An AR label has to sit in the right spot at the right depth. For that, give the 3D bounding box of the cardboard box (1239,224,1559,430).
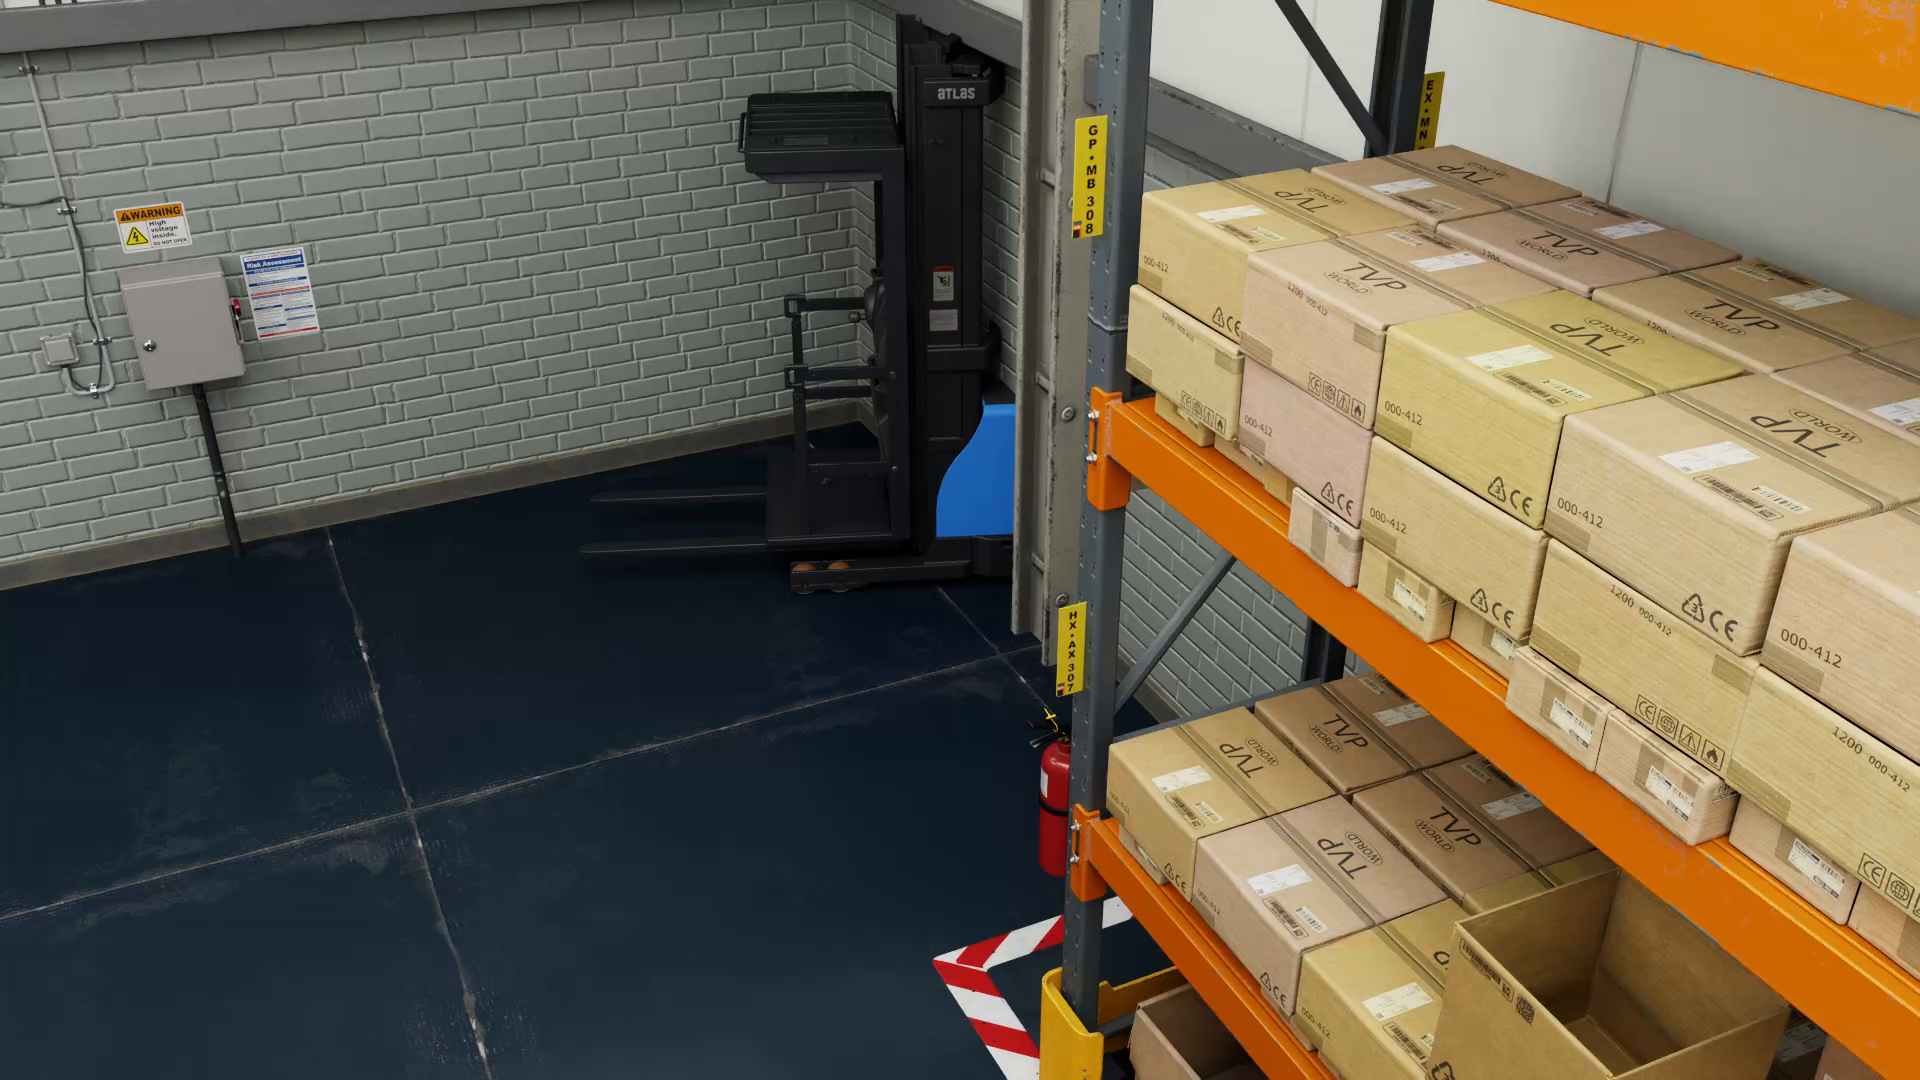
[{"bbox_3d":[1.005,-0.507,3.858,0.500,0.250,0.500,-13,32,-22],"label":"cardboard box"}]

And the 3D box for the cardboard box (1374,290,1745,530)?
[{"bbox_3d":[1.233,-0.288,3.468,0.500,0.250,0.500,-14,32,-23],"label":"cardboard box"}]

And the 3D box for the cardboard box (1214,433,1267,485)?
[{"bbox_3d":[0.903,-0.292,4.395,0.380,0.149,0.250,-12,32,-21],"label":"cardboard box"}]

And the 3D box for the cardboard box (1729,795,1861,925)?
[{"bbox_3d":[1.623,0.505,2.973,0.380,0.149,0.250,-13,32,-21],"label":"cardboard box"}]

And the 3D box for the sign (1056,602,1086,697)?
[{"bbox_3d":[0.350,0.343,5.187,0.100,0.325,0.005,-13,32,-22],"label":"sign"}]

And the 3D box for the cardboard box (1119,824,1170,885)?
[{"bbox_3d":[0.733,0.919,5.301,0.380,0.149,0.250,-13,32,-22],"label":"cardboard box"}]

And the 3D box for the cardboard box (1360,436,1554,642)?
[{"bbox_3d":[1.229,-0.064,3.580,0.500,0.250,0.500,-14,32,-23],"label":"cardboard box"}]

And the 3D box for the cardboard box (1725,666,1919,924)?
[{"bbox_3d":[1.681,0.384,2.781,0.500,0.250,0.500,-12,32,-21],"label":"cardboard box"}]

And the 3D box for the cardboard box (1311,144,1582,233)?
[{"bbox_3d":[1.283,-0.847,4.464,0.500,0.250,0.500,-14,32,-23],"label":"cardboard box"}]

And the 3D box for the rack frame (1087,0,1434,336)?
[{"bbox_3d":[0.840,-2.010,4.134,1.000,3.000,0.127,-13,32,-22],"label":"rack frame"}]

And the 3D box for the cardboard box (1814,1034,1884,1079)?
[{"bbox_3d":[2.158,1.268,3.504,0.500,0.500,0.500,-14,32,-23],"label":"cardboard box"}]

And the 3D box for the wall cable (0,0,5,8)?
[{"bbox_3d":[-5.658,-3.577,6.928,2.355,3.000,0.029,-13,32,-22],"label":"wall cable"}]

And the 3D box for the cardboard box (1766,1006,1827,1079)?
[{"bbox_3d":[1.930,1.368,4.092,0.500,0.250,0.500,-13,32,-22],"label":"cardboard box"}]

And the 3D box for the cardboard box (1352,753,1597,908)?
[{"bbox_3d":[1.497,0.918,4.896,0.500,0.250,0.500,-13,32,-22],"label":"cardboard box"}]

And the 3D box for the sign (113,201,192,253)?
[{"bbox_3d":[-4.263,-1.652,8.785,0.339,0.242,0.001,-13,32,-22],"label":"sign"}]

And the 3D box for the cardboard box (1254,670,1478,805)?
[{"bbox_3d":[1.277,0.690,5.303,0.500,0.250,0.500,-12,31,-21],"label":"cardboard box"}]

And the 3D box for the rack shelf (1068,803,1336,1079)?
[{"bbox_3d":[1.698,1.804,4.202,1.077,0.370,4.000,-13,32,-22],"label":"rack shelf"}]

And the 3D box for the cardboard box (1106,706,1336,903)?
[{"bbox_3d":[0.791,0.799,5.107,0.500,0.250,0.500,-13,32,-22],"label":"cardboard box"}]

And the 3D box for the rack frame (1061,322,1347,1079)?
[{"bbox_3d":[0.840,0.606,5.602,1.000,3.000,0.127,-13,32,-22],"label":"rack frame"}]

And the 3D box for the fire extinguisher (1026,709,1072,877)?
[{"bbox_3d":[0.359,0.835,5.655,0.296,0.674,0.183,-13,32,-22],"label":"fire extinguisher"}]

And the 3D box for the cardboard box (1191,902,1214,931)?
[{"bbox_3d":[0.884,1.021,5.118,0.380,0.149,0.250,-12,32,-21],"label":"cardboard box"}]

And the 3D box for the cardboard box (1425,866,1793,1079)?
[{"bbox_3d":[1.435,1.135,3.742,0.500,0.500,0.500,-12,32,-21],"label":"cardboard box"}]

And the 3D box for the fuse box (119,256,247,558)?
[{"bbox_3d":[-4.124,-0.650,9.160,0.539,1.711,0.414,-13,32,-22],"label":"fuse box"}]

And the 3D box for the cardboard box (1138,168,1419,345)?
[{"bbox_3d":[0.803,-0.736,4.266,0.500,0.250,0.500,-13,32,-23],"label":"cardboard box"}]

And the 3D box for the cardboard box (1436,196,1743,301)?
[{"bbox_3d":[1.505,-0.617,4.054,0.500,0.250,0.500,-14,32,-23],"label":"cardboard box"}]

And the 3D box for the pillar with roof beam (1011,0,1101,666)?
[{"bbox_3d":[-3.392,-2.487,4.984,9.100,9.000,0.400,-13,32,-22],"label":"pillar with roof beam"}]

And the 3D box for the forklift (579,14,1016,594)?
[{"bbox_3d":[-0.628,-1.250,8.982,3.031,2.935,1.130,-3,29,-5],"label":"forklift"}]

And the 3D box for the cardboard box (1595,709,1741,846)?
[{"bbox_3d":[1.448,0.404,3.153,0.380,0.149,0.250,-12,32,-21],"label":"cardboard box"}]

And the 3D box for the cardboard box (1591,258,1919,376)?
[{"bbox_3d":[1.736,-0.391,3.652,0.500,0.250,0.500,-13,32,-21],"label":"cardboard box"}]

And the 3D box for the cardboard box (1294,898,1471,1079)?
[{"bbox_3d":[1.228,1.245,4.312,0.500,0.250,0.500,-14,32,-23],"label":"cardboard box"}]

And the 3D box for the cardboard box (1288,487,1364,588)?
[{"bbox_3d":[1.011,-0.044,3.951,0.380,0.149,0.250,-12,32,-21],"label":"cardboard box"}]

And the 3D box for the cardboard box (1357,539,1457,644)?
[{"bbox_3d":[1.130,0.070,3.748,0.380,0.149,0.250,-13,32,-22],"label":"cardboard box"}]

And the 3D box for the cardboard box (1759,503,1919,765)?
[{"bbox_3d":[1.687,0.162,2.665,0.500,0.250,0.500,-12,32,-21],"label":"cardboard box"}]

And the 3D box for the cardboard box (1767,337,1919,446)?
[{"bbox_3d":[1.926,-0.165,3.248,0.500,0.250,0.500,-13,32,-22],"label":"cardboard box"}]

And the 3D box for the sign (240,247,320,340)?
[{"bbox_3d":[-3.767,-1.366,9.216,0.329,0.494,0.001,-13,32,-22],"label":"sign"}]

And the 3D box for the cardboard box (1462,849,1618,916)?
[{"bbox_3d":[1.705,1.137,4.504,0.500,0.250,0.500,-12,31,-20],"label":"cardboard box"}]

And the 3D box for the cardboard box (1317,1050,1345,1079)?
[{"bbox_3d":[1.200,1.371,4.495,0.380,0.149,0.250,-13,32,-21],"label":"cardboard box"}]

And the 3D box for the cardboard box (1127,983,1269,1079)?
[{"bbox_3d":[1.017,1.802,5.592,0.797,0.503,0.637,-14,32,-24],"label":"cardboard box"}]

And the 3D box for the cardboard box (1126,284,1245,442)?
[{"bbox_3d":[0.783,-0.513,4.380,0.500,0.250,0.500,-13,32,-23],"label":"cardboard box"}]

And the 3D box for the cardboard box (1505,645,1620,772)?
[{"bbox_3d":[1.337,0.295,3.347,0.380,0.149,0.250,-13,32,-22],"label":"cardboard box"}]

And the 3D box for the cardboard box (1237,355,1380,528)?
[{"bbox_3d":[1.020,-0.293,3.987,0.500,0.250,0.500,-12,32,-21],"label":"cardboard box"}]

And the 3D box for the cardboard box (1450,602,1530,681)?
[{"bbox_3d":[1.292,0.167,3.576,0.380,0.149,0.250,-13,32,-23],"label":"cardboard box"}]

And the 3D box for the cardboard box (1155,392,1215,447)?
[{"bbox_3d":[0.766,-0.403,4.591,0.380,0.149,0.250,-12,32,-21],"label":"cardboard box"}]

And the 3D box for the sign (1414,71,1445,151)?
[{"bbox_3d":[1.349,-1.196,4.843,0.100,0.325,0.005,-13,32,-22],"label":"sign"}]

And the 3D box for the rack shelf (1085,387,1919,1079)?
[{"bbox_3d":[1.698,0.495,3.468,1.077,0.370,4.000,-13,32,-22],"label":"rack shelf"}]

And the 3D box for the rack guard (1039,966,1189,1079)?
[{"bbox_3d":[0.872,1.730,6.153,1.175,0.500,0.348,-13,32,-22],"label":"rack guard"}]

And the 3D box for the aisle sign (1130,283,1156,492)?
[{"bbox_3d":[0.545,-0.496,4.910,0.394,0.787,0.004,-13,32,-22],"label":"aisle sign"}]

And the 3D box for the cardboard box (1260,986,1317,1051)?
[{"bbox_3d":[1.081,1.255,4.702,0.380,0.149,0.250,-12,31,-20],"label":"cardboard box"}]

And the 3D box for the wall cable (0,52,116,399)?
[{"bbox_3d":[-4.808,-1.582,8.465,0.588,1.984,0.122,-13,32,-22],"label":"wall cable"}]

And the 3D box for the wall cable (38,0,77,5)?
[{"bbox_3d":[-3.126,-4.161,7.932,2.988,3.039,0.133,-13,32,-22],"label":"wall cable"}]

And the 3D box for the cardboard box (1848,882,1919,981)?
[{"bbox_3d":[1.736,0.615,2.777,0.380,0.149,0.250,-12,31,-20],"label":"cardboard box"}]

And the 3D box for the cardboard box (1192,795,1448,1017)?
[{"bbox_3d":[1.008,1.022,4.710,0.500,0.250,0.500,-13,32,-21],"label":"cardboard box"}]

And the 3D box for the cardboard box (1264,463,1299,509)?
[{"bbox_3d":[0.997,-0.175,4.186,0.380,0.149,0.250,-13,32,-22],"label":"cardboard box"}]

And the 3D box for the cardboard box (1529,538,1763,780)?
[{"bbox_3d":[1.472,0.160,3.181,0.500,0.250,0.500,-14,32,-23],"label":"cardboard box"}]

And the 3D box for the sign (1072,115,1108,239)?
[{"bbox_3d":[0.350,-0.969,4.451,0.100,0.325,0.005,-13,32,-22],"label":"sign"}]

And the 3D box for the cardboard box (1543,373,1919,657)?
[{"bbox_3d":[1.461,-0.065,3.070,0.500,0.250,0.500,-12,32,-21],"label":"cardboard box"}]
